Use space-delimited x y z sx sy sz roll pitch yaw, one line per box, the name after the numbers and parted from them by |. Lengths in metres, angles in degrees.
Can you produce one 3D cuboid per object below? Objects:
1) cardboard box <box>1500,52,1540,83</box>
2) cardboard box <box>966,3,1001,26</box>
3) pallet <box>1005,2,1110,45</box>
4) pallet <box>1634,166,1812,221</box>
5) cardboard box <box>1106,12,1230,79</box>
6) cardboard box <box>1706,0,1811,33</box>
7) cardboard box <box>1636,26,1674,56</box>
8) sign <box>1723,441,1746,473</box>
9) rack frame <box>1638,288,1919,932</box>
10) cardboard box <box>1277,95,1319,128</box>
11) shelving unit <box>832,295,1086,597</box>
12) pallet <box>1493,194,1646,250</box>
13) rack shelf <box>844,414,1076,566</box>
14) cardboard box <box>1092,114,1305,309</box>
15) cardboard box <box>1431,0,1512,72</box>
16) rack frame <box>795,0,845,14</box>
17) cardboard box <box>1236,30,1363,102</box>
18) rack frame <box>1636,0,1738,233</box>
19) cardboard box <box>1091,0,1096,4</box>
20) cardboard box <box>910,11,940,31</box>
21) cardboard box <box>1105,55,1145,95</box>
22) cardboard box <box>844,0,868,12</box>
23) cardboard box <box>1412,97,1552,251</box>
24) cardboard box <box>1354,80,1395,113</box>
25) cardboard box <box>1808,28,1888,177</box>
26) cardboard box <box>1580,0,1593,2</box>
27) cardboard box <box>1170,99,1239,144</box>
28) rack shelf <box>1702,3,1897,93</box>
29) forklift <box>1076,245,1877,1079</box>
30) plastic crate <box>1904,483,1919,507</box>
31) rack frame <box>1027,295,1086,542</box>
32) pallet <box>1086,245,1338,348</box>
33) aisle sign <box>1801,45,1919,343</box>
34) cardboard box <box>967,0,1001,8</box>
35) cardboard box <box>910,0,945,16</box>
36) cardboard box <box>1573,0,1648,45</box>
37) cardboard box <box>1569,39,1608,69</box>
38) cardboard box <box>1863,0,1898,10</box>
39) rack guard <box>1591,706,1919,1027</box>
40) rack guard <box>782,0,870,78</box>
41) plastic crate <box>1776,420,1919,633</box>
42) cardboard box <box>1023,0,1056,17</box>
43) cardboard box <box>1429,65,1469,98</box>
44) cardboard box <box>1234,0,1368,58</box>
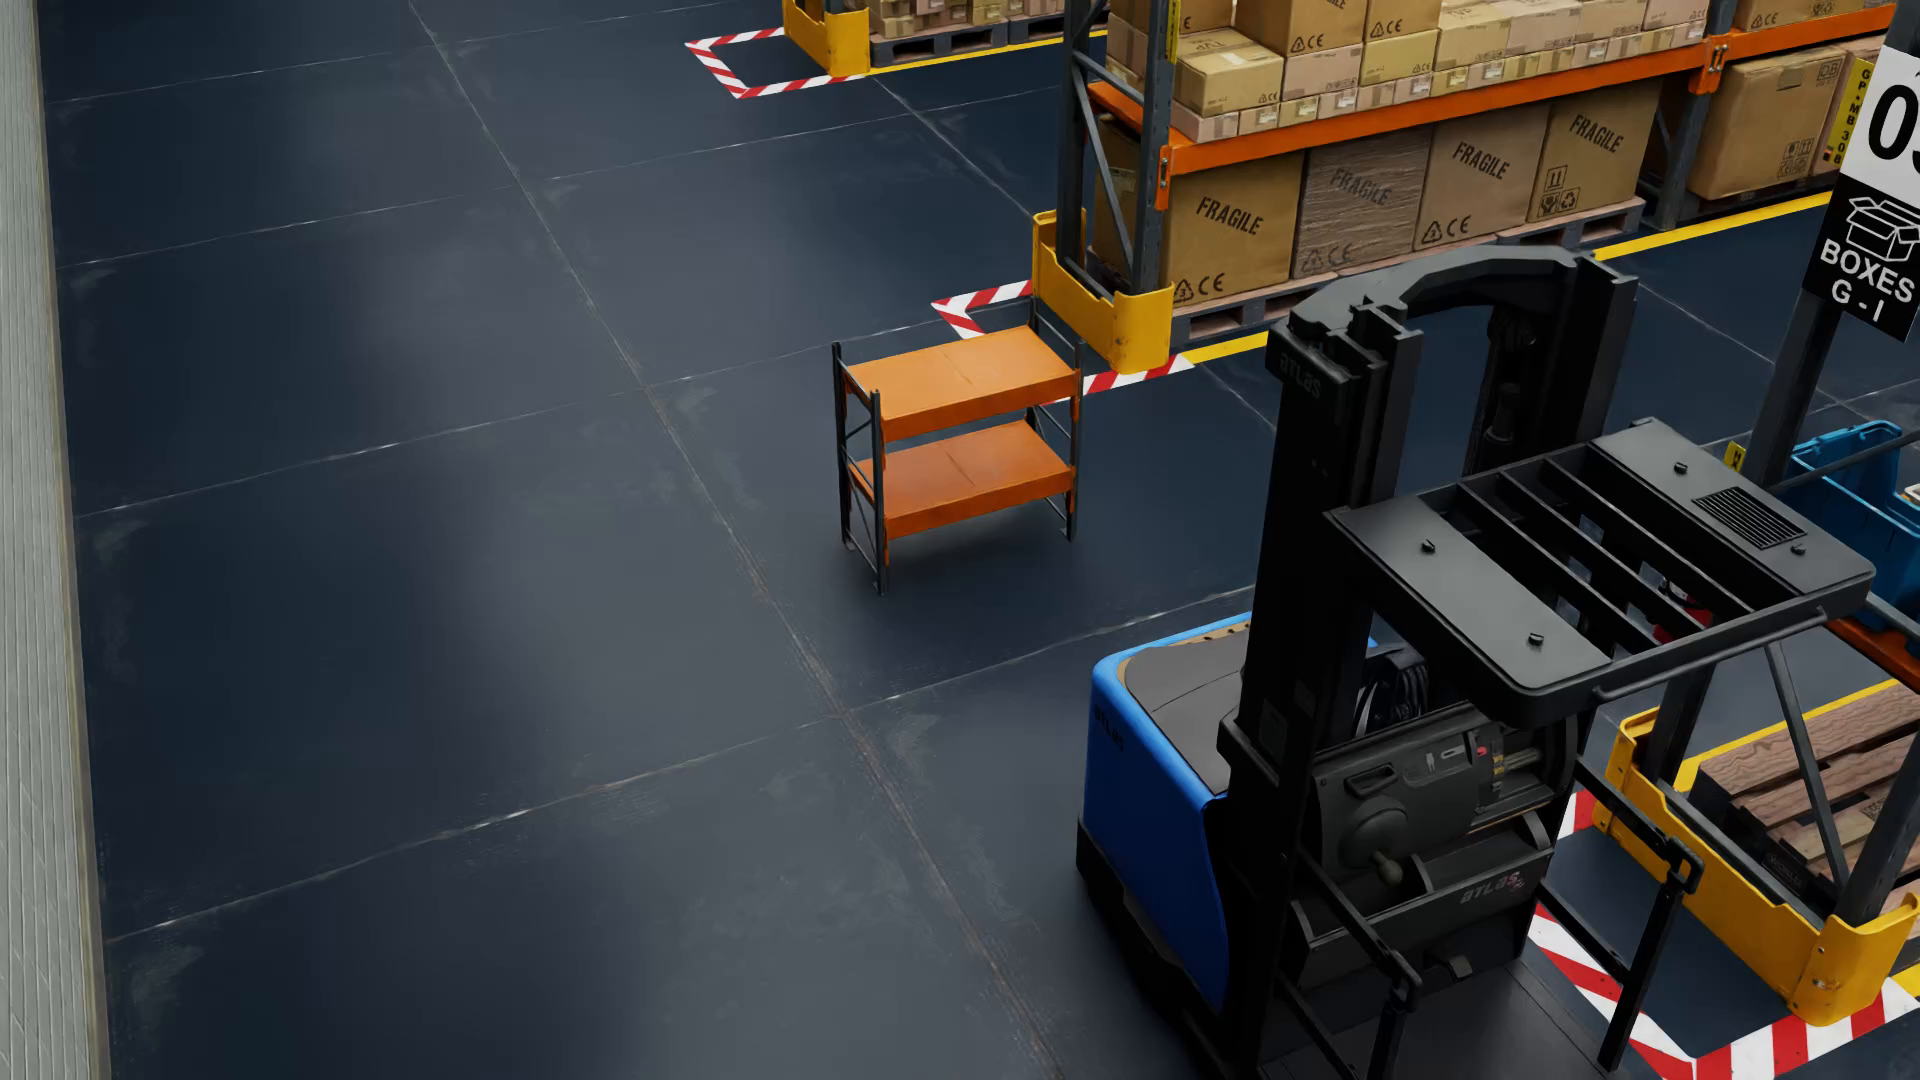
3.169 -2.834 9.764 0.250 0.149 0.380 -16 40 -21 | cardboard box
0.144 -4.369 13.663 0.250 0.149 0.380 -15 39 -19 | cardboard box
0.754 -4.595 14.268 1.213 0.211 1.003 -16 39 -20 | pallet
5.135 -2.631 11.620 1.213 0.211 1.003 -16 39 -20 | pallet
1.173 -2.827 9.420 0.500 0.250 0.500 -16 40 -21 | cardboard box
4.991 -3.536 10.416 0.500 0.500 0.500 -15 39 -20 | cardboard box
4.098 -3.094 10.115 0.250 0.149 0.380 -15 39 -19 | cardboard box
2.704 -0.189 5.850 0.005 0.325 0.100 -16 39 -20 | sign
2.952 0.169 5.504 0.127 3.000 1.000 -16 39 -20 | rack frame
1.772 -2.444 9.238 0.250 0.149 0.380 -17 40 -21 | cardboard box
-0.006 -0.450 7.913 1.048 1.125 0.538 -16 39 -20 | shelving unit
3.747 -2.244 11.099 1.213 0.211 1.003 -16 39 -20 | pallet
-0.006 -0.254 8.058 1.000 0.278 0.538 -16 39 -20 | rack shelf
1.393 -2.023 9.890 0.875 0.875 0.875 -16 39 -20 | cardboard box
2.791 -2.933 9.562 0.500 0.250 0.500 -16 40 -21 | cardboard box
-1.168 -5.203 12.746 0.127 3.000 1.000 -16 39 -20 | rack frame
1.865 -2.672 9.211 0.500 0.250 0.500 -16 39 -20 | cardboard box
4.469 -3.515 10.471 0.127 3.000 1.000 -16 39 -20 | rack frame
1.041 -4.664 14.061 0.250 0.149 0.380 -15 39 -19 | cardboard box
-0.356 -4.297 13.566 0.250 0.149 0.380 -16 39 -20 | cardboard box
1.030 -2.669 9.541 0.250 0.149 0.380 -15 39 -19 | cardboard box
-0.781 -4.472 13.802 0.250 0.149 0.380 -15 39 -19 | cardboard box
3.022 -2.478 10.504 0.875 0.875 0.875 -16 39 -20 | cardboard box
2.238 -2.574 9.414 0.250 0.149 0.380 -16 40 -21 | cardboard box
5.848 -3.229 11.517 0.875 0.875 1.225 -17 40 -21 | cardboard box
3.711 -3.490 9.684 0.500 0.500 0.500 -15 39 -19 | cardboard box
1.309 -2.313 9.062 0.250 0.149 0.380 -15 39 -19 | cardboard box
6.279 -3.732 11.368 4.000 0.370 1.077 -16 39 -20 | rack shelf
1.526 0.785 4.731 1.130 2.935 3.031 -15 39 -20 | forklift
3.613 -0.053 5.975 0.243 0.136 0.396 -16 39 -20 | plastic crate
0.454 -0.579 8.086 0.032 1.125 0.500 -16 39 -20 | rack frame
1.538 -1.627 10.266 1.213 0.211 1.003 -16 39 -20 | pallet
2.762 -1.015 4.918 0.004 0.787 0.394 -16 39 -20 | aisle sign
0.149 -4.495 13.583 0.250 0.149 0.380 -14 39 -19 | cardboard box
-0.313 -4.379 13.427 0.250 0.149 0.380 -16 39 -20 | cardboard box
3.713 -3.188 9.907 0.500 0.250 0.500 -14 39 -19 | cardboard box
3.633 -2.965 9.940 0.250 0.149 0.380 -15 39 -19 | cardboard box
5.899 -3.791 10.759 0.500 0.500 0.500 -17 40 -21 | cardboard box
2.936 1.186 6.231 0.348 0.500 1.175 -16 39 -20 | rack guard
-1.100 -4.218 13.517 0.348 0.500 1.175 -16 39 -20 | rack guard
3.176 -0.055 5.726 0.499 0.435 0.616 -16 39 -20 | plastic crate
0.597 -4.501 13.841 0.250 0.149 0.380 -18 40 -22 | cardboard box
2.701 -2.703 9.588 0.250 0.149 0.380 -17 40 -21 | cardboard box
1.849 -2.965 8.976 0.500 0.500 0.500 -17 40 -21 | cardboard box
